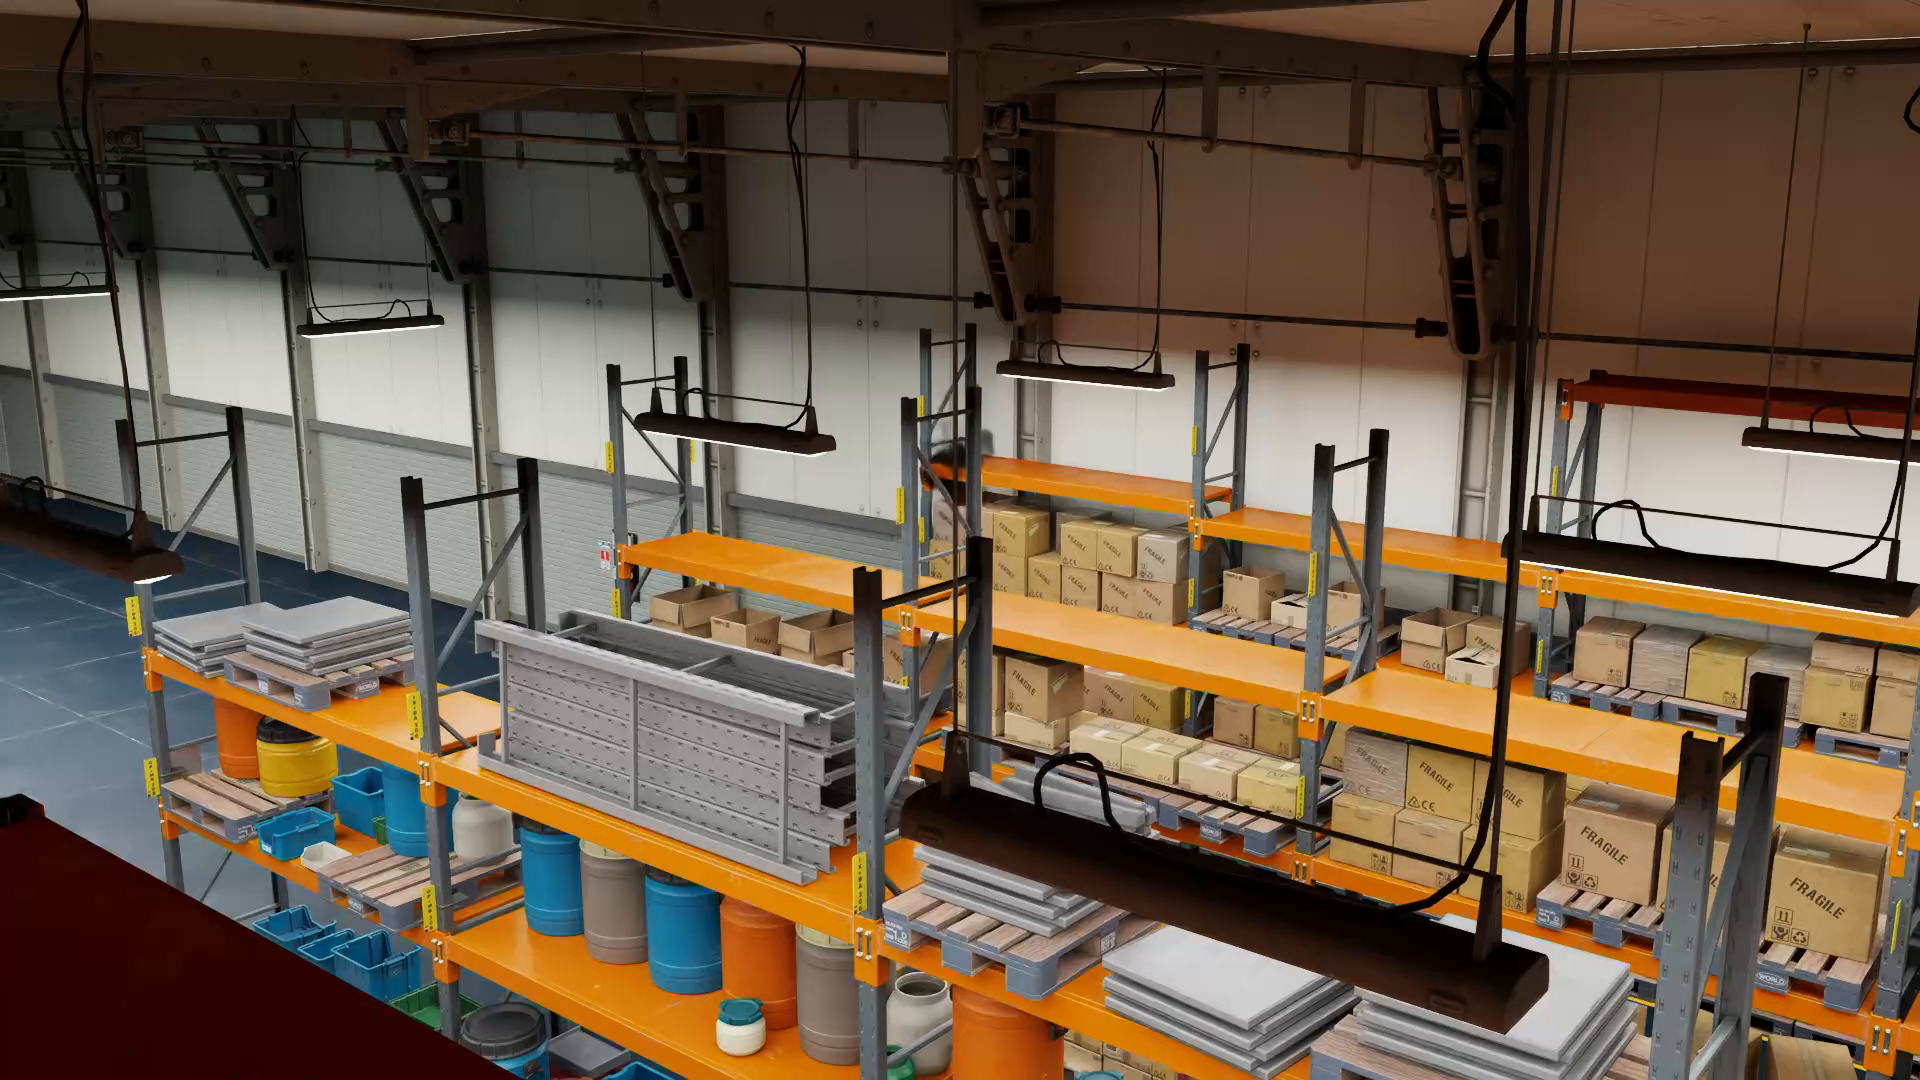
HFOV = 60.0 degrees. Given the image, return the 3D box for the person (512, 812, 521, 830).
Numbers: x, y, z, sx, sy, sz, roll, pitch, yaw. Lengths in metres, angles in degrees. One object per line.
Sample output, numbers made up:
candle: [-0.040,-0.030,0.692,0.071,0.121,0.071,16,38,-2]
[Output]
person: [-5.207,2.935,19.182,0.969,1.709,0.668,-6,14,-24]
